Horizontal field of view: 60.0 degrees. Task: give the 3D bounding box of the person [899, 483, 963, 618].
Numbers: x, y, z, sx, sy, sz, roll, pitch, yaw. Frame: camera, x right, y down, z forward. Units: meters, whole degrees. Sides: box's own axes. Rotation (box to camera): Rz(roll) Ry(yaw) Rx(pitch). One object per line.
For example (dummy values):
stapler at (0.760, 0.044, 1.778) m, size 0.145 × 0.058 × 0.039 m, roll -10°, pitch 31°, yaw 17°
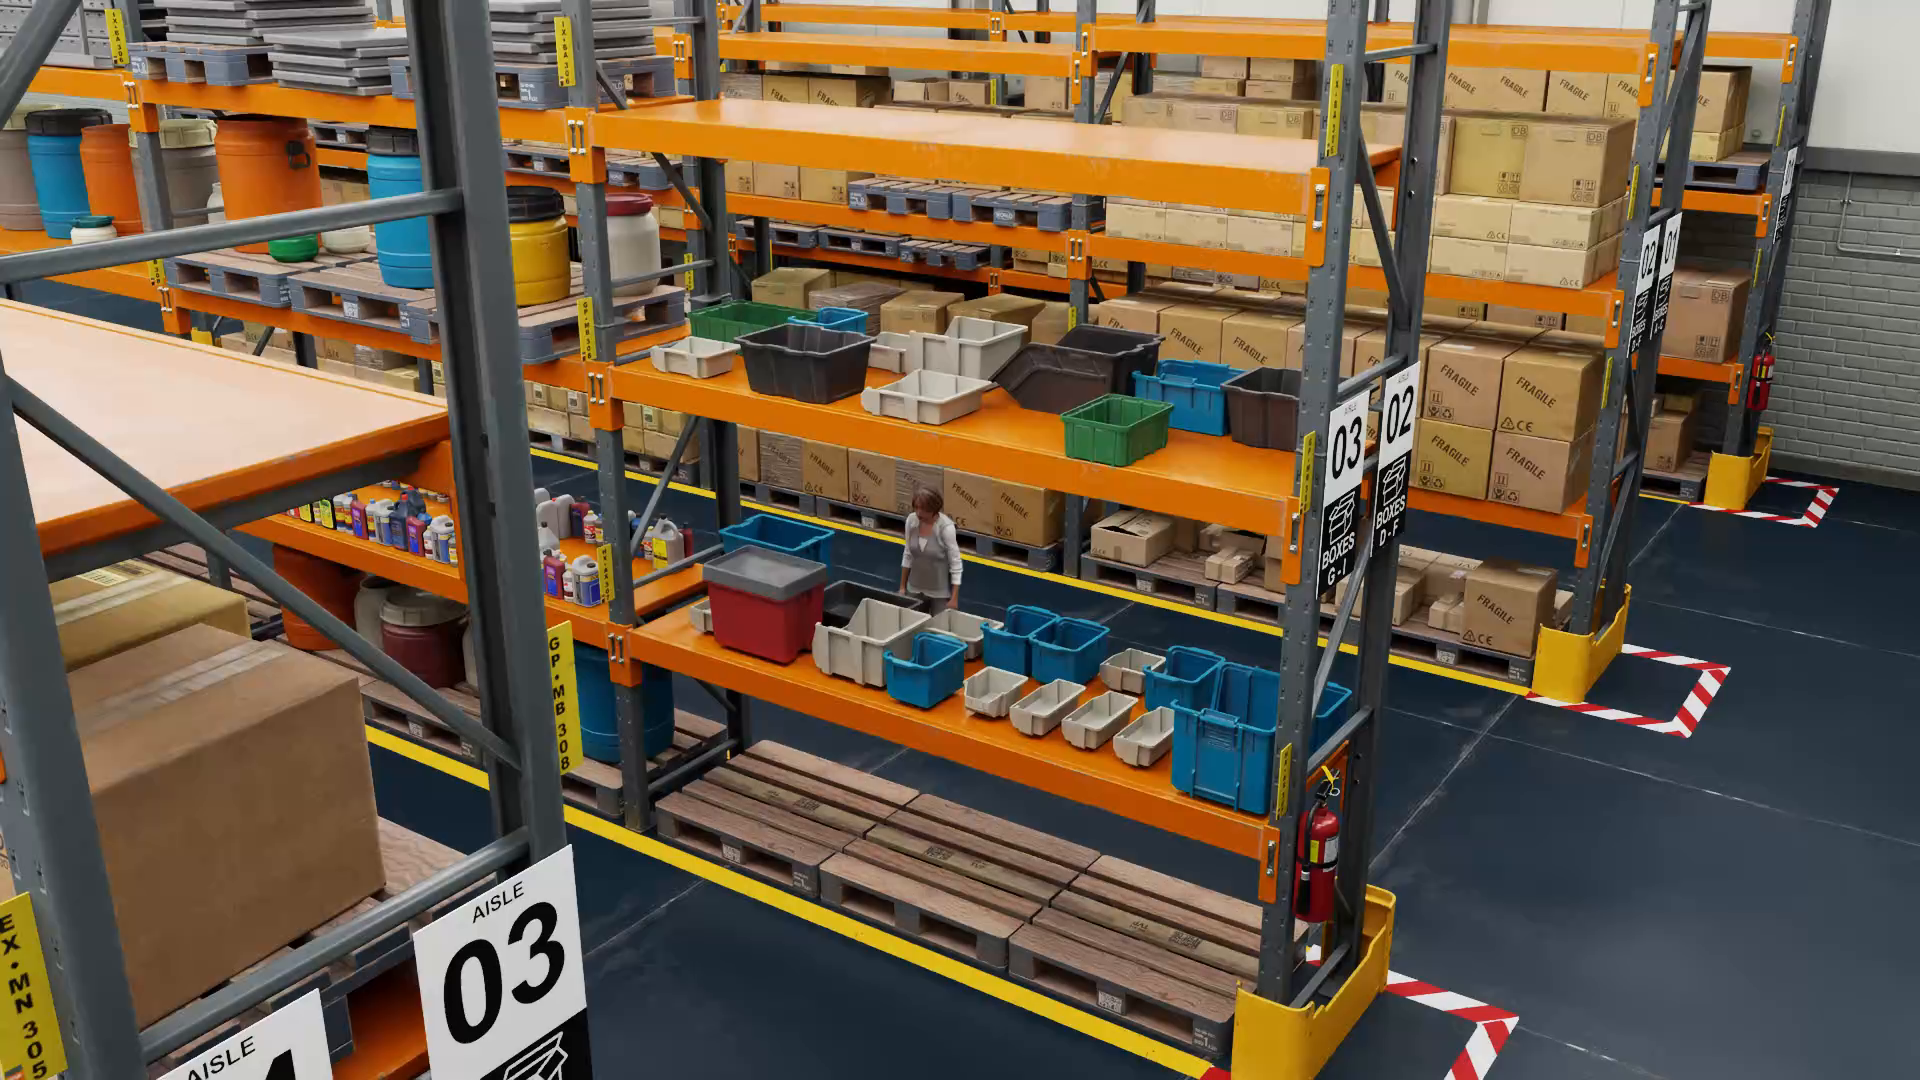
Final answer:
person at (-0.201, 0.369, 11.082) m, size 0.466 × 1.592 × 0.348 m, roll 12°, pitch 23°, yaw 30°
